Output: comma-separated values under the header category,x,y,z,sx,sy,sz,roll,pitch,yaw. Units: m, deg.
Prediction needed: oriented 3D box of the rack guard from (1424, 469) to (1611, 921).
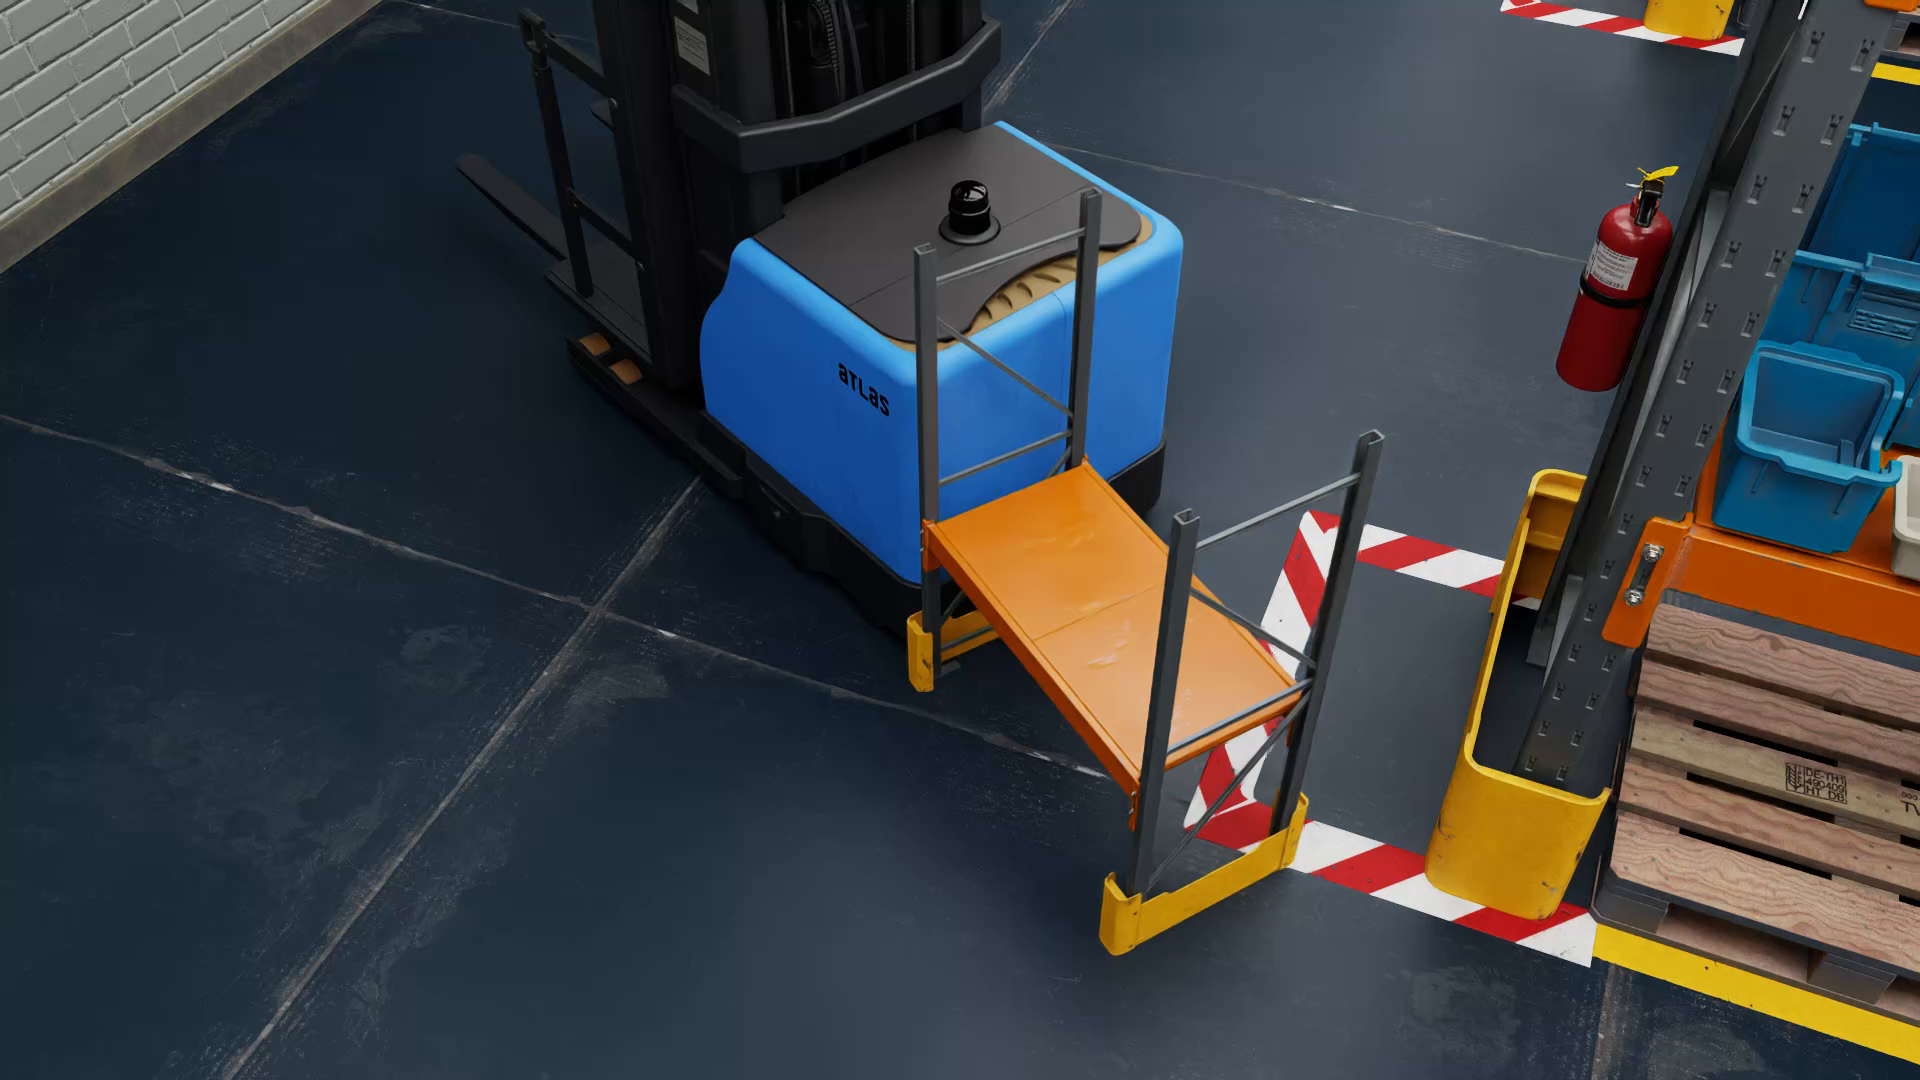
category,x,y,z,sx,sy,sz,roll,pitch,yaw
rack guard,1.584,0.388,4.506,0.348,0.500,1.175,16,47,16

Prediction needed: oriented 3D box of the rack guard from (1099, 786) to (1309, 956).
category,x,y,z,sx,sy,sz,roll,pitch,yaw
rack guard,0.620,0.837,4.232,0.587,0.250,0.087,-22,49,-21

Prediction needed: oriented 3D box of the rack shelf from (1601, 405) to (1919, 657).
category,x,y,z,sx,sy,sz,roll,pitch,yaw
rack shelf,3.457,0.298,3.334,4.000,0.370,1.077,16,47,16

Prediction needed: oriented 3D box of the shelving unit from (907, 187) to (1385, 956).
category,x,y,z,sx,sy,sz,roll,pitch,yaw
shelving unit,0.369,0.090,4.096,0.587,1.500,1.083,-22,49,-21

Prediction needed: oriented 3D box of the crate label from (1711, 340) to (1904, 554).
category,x,y,z,sx,sy,sz,roll,pitch,yaw
crate label,1.712,-0.181,3.381,0.303,0.233,0.416,16,47,16

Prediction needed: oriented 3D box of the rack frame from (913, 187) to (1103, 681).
category,x,y,z,sx,sy,sz,roll,pitch,yaw
rack frame,0.117,-0.214,4.401,0.500,1.500,0.032,-22,49,-21

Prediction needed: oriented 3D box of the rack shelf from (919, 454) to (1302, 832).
category,x,y,z,sx,sy,sz,roll,pitch,yaw
rack shelf,0.373,0.223,4.217,0.538,0.185,1.000,-22,49,-21

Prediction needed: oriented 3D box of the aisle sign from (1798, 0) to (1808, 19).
category,x,y,z,sx,sy,sz,roll,pitch,yaw
aisle sign,1.430,-1.248,2.535,0.004,0.787,0.394,16,47,16

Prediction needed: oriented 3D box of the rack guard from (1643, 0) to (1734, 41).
category,x,y,z,sx,sy,sz,roll,pitch,yaw
rack guard,3.496,-2.845,7.755,0.348,0.500,1.175,16,47,16

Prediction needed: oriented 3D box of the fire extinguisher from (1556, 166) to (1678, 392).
category,x,y,z,sx,sy,sz,roll,pitch,yaw
fire extinguisher,1.647,-0.678,4.124,0.183,0.674,0.296,16,47,16

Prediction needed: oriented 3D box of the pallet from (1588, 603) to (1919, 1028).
category,x,y,z,sx,sy,sz,roll,pitch,yaw
pallet,2.357,0.737,4.359,1.213,0.211,1.003,16,47,16

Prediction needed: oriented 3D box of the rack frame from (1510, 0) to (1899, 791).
category,x,y,z,sx,sy,sz,roll,pitch,yaw
rack frame,1.611,-0.500,3.626,0.127,3.000,1.000,16,47,16

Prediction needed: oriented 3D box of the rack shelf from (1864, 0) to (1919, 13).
category,x,y,z,sx,sy,sz,roll,pitch,yaw
rack shelf,3.457,-0.766,2.276,4.000,0.370,1.077,16,47,16

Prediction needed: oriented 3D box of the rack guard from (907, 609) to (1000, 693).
category,x,y,z,sx,sy,sz,roll,pitch,yaw
rack guard,0.118,0.230,4.842,0.587,0.250,0.087,-22,49,-21

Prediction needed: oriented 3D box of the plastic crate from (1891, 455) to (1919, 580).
category,x,y,z,sx,sy,sz,roll,pitch,yaw
plastic crate,1.976,-0.006,3.274,0.298,0.136,0.250,16,47,16

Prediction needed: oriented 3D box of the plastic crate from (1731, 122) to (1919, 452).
category,x,y,z,sx,sy,sz,roll,pitch,yaw
plastic crate,1.992,-0.565,3.623,0.499,0.435,0.616,16,47,16

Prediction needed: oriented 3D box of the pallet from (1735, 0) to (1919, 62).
category,x,y,z,sx,sy,sz,roll,pitch,yaw
pallet,4.286,-2.570,7.683,1.213,0.211,1.003,16,47,16

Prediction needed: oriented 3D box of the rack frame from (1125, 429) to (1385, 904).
category,x,y,z,sx,sy,sz,roll,pitch,yaw
rack frame,0.629,0.406,3.779,0.500,1.500,0.032,-22,49,-21

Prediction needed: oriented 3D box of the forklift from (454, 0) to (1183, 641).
category,x,y,z,sx,sy,sz,roll,pitch,yaw
forklift,-0.707,-1.700,4.880,1.130,2.935,3.031,-32,53,-28
